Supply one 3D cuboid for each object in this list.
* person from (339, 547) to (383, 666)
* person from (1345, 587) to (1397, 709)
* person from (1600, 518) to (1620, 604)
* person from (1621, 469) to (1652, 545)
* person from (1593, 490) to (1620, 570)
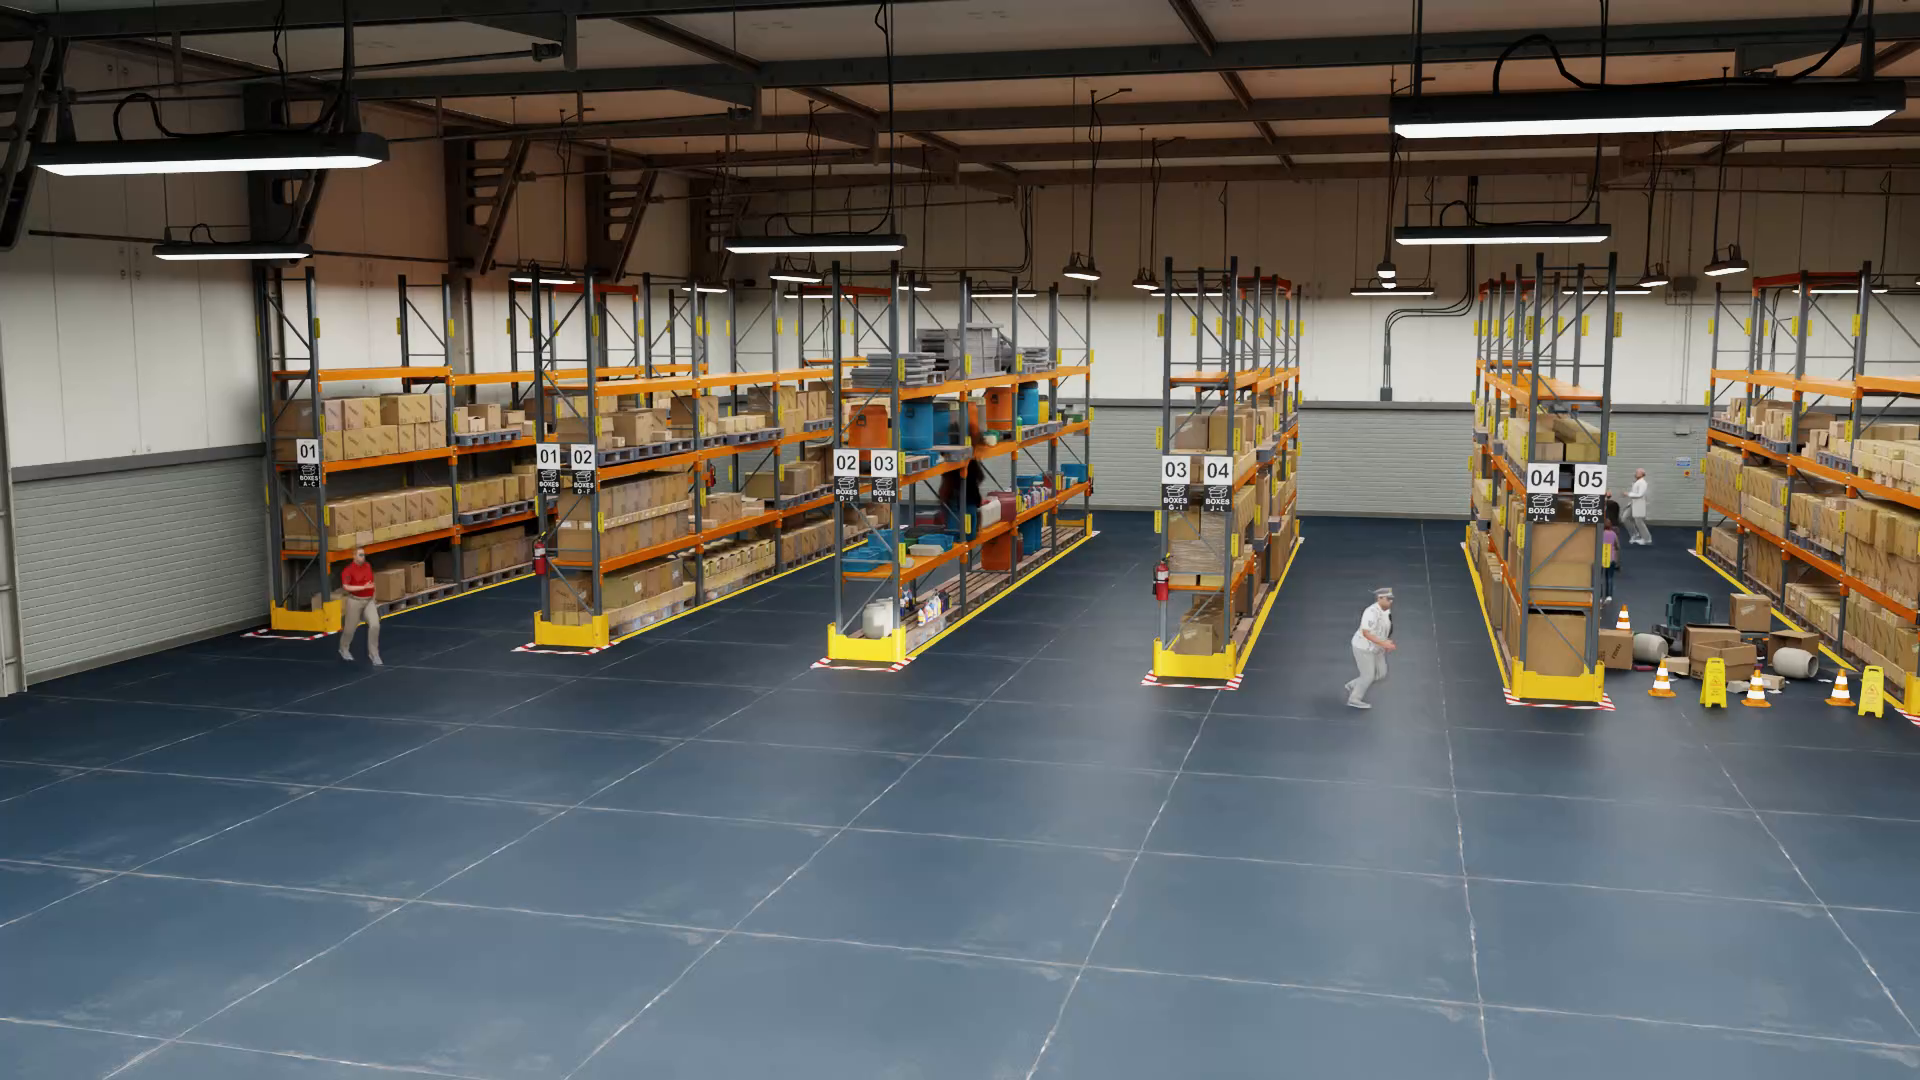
[{"bbox_3d":[-8.997,1.040,24.889,0.891,1.707,0.618,6,9,37],"label":"person"},{"bbox_3d":[5.407,1.410,21.922,0.795,1.651,0.645,6,10,41],"label":"person"},{"bbox_3d":[11.648,0.405,30.017,0.546,1.571,0.924,2,7,12],"label":"person"},{"bbox_3d":[15.692,-0.767,38.599,0.743,1.792,0.685,0,7,3],"label":"person"},{"bbox_3d":[13.484,-0.204,34.635,0.644,1.664,0.960,-1,7,-4],"label":"person"}]
